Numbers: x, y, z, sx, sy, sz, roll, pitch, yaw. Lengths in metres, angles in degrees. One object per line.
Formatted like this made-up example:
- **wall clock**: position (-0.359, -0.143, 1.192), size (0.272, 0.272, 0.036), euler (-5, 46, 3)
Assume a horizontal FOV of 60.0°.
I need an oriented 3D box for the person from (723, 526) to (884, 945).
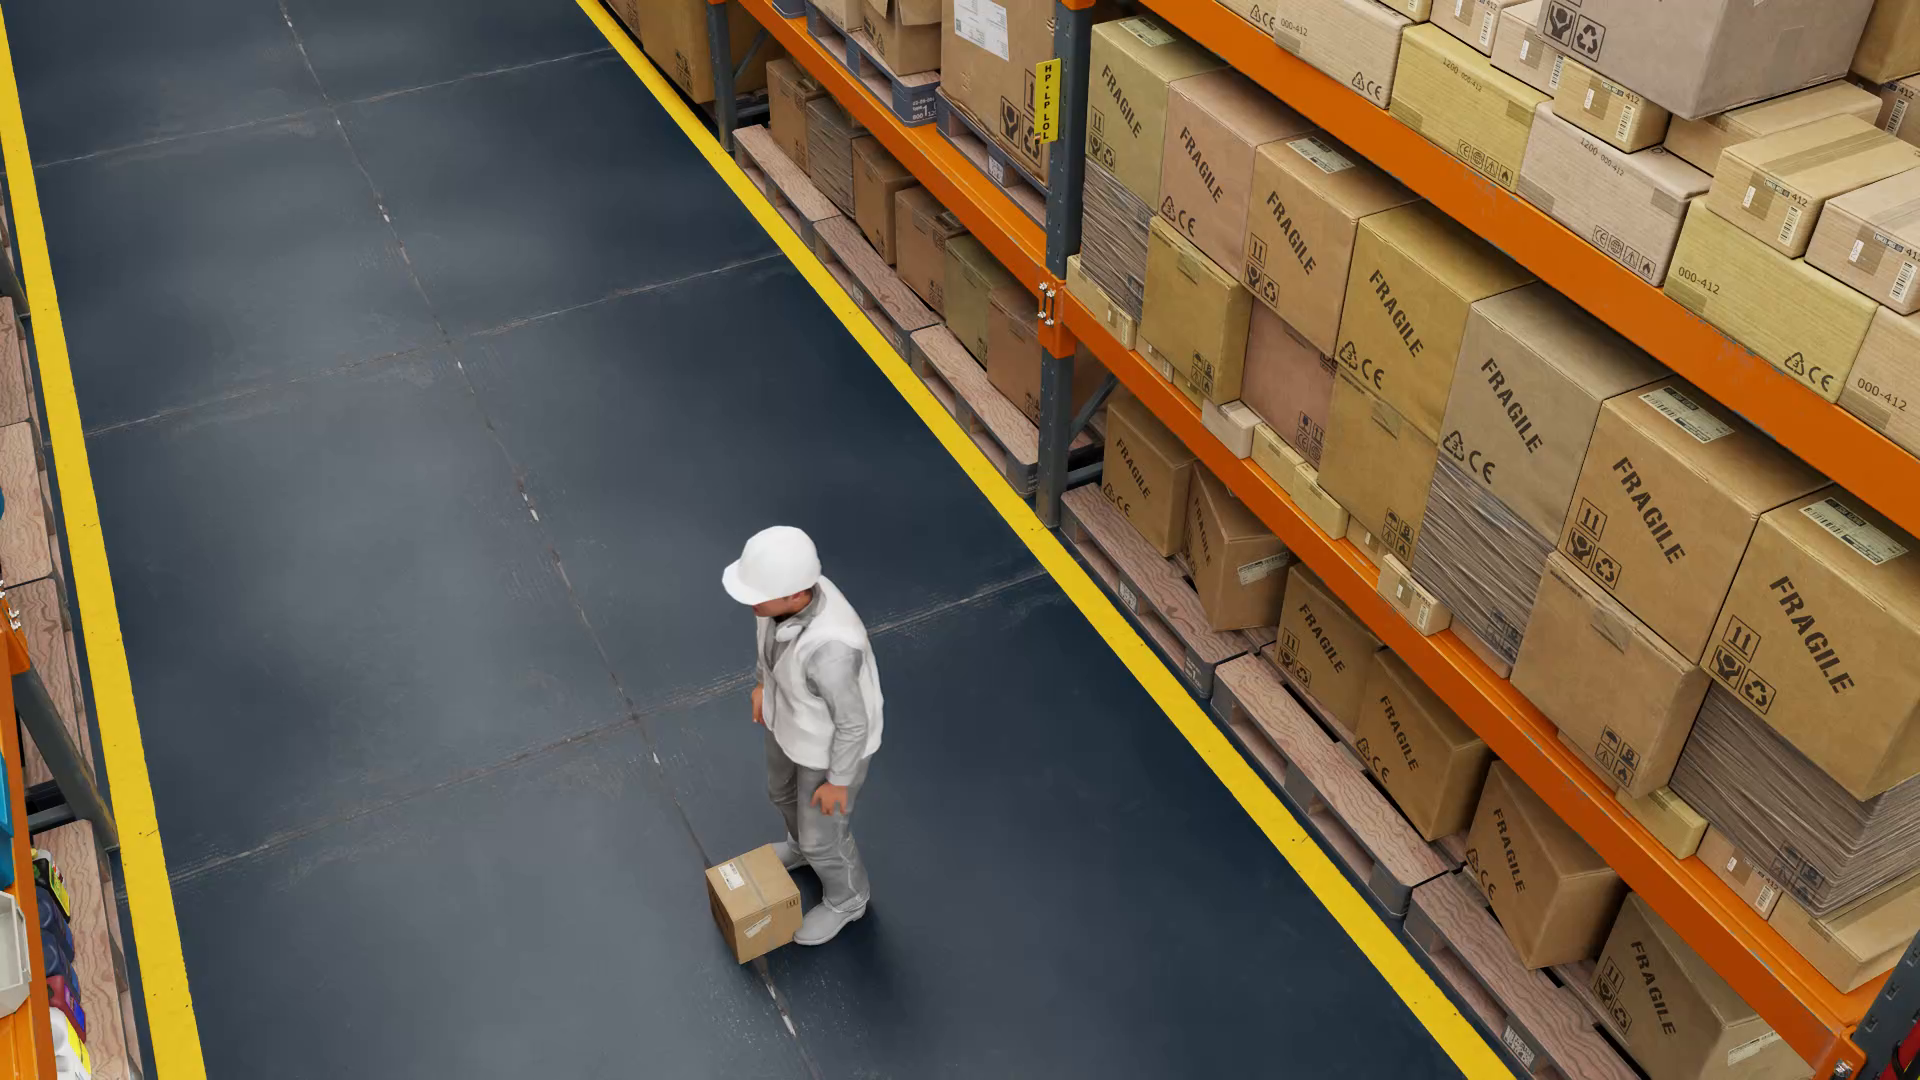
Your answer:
- **person**: position (-0.491, 0.621, 5.422), size (0.459, 1.773, 0.590), euler (-21, 45, -22)
